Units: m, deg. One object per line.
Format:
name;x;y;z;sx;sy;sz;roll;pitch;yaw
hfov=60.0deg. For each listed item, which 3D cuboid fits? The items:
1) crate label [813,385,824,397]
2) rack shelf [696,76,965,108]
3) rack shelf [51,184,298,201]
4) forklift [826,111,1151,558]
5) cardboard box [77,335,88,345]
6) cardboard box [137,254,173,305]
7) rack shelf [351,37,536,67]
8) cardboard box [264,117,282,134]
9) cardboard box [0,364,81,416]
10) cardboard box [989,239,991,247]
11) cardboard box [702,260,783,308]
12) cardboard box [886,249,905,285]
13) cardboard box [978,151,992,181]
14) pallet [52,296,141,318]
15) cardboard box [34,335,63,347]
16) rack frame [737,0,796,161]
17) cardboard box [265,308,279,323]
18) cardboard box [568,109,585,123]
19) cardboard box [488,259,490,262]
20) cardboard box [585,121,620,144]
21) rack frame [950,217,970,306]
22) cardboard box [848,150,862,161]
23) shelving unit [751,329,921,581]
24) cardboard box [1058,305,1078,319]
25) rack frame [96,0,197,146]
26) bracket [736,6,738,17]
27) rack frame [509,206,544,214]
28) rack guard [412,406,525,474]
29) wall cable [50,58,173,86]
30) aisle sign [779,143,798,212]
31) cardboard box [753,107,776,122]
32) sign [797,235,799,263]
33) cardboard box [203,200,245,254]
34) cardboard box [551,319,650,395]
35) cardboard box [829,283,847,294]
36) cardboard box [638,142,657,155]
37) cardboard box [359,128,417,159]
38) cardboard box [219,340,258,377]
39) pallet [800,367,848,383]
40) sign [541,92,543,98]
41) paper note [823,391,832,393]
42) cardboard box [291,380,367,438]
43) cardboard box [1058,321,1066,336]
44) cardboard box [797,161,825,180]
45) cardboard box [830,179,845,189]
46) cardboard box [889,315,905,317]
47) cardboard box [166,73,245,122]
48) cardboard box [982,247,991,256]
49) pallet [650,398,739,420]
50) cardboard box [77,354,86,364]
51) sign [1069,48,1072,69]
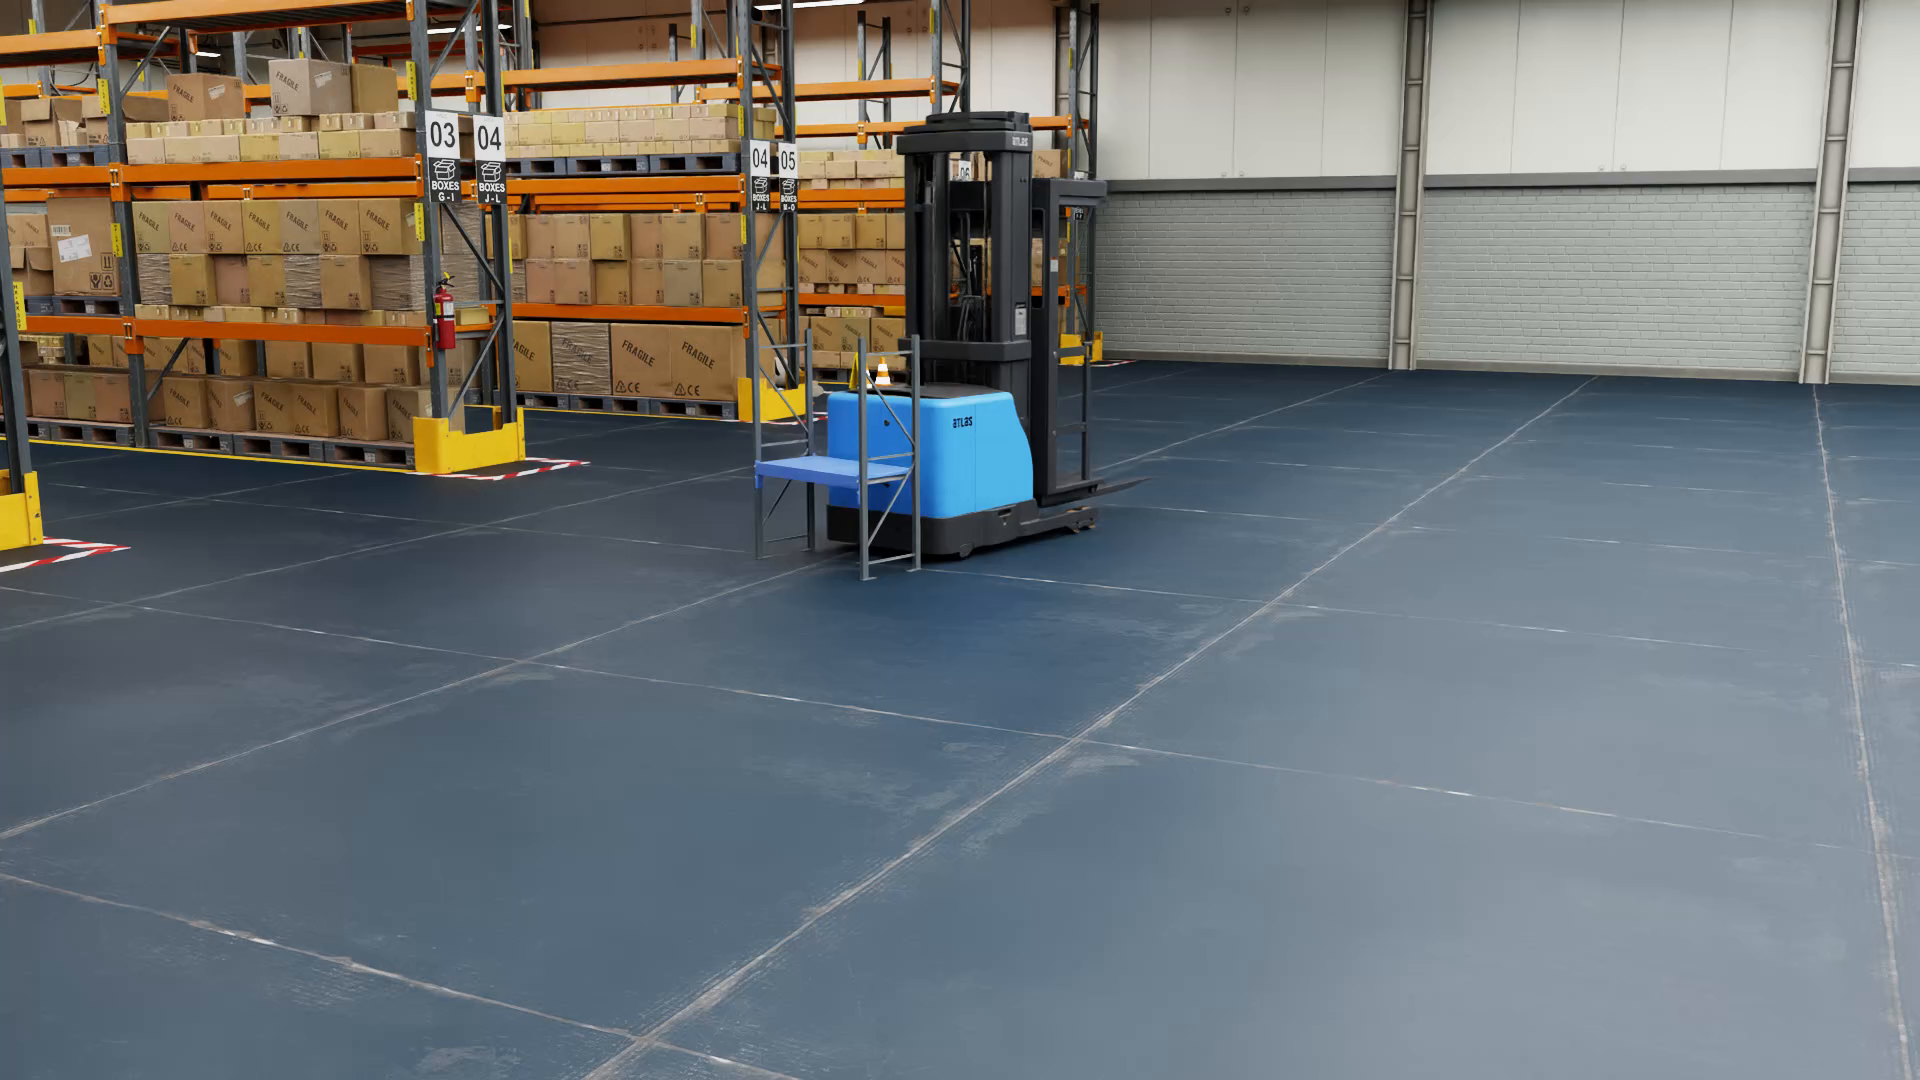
crate label;-1.997;-2.019;22.501;0.298;0.136;0.250;-1;10;-4
rack shelf;-1.916;-6.506;24.438;4.000;0.370;1.077;5;11;26
rack shelf;-11.190;-4.863;23.776;4.000;0.370;1.077;5;11;26
forklift;0.361;-1.541;12.015;1.130;2.935;3.031;7;13;35
cardboard box;-13.201;-3.056;25.347;0.250;0.149;0.380;6;12;28
cardboard box;-7.718;-2.635;16.748;0.500;0.500;0.875;5;11;26
rack shelf;-10.484;-9.881;33.749;4.000;0.370;1.077;5;11;26
cardboard box;-6.283;-3.872;15.582;0.250;0.149;0.380;4;11;23
cardboard box;-10.057;-1.651;18.214;0.500;0.500;0.700;6;12;31
cardboard box;0.701;-5.119;28.656;0.250;0.149;0.380;5;12;27
cardboard box;-2.575;-3.049;19.734;0.550;0.550;0.875;5;11;26
cardboard box;-0.731;-3.946;23.995;0.500;0.500;0.500;5;11;25
cardboard box;0.692;-6.419;28.609;0.500;0.500;0.700;5;11;26
pallet;-8.715;-2.473;17.512;1.213;0.211;1.003;5;11;26
cardboard box;-13.664;-2.996;25.015;0.250;0.149;0.380;5;11;27
rack frame;-2.222;-5.905;19.091;0.127;3.000;1.000;5;11;26
cardboard box;-6.439;-2.167;15.987;0.250;0.149;0.380;5;11;26
cardboard box;-4.491;-5.086;19.994;0.250;0.149;0.380;5;11;26
cardboard box;-6.257;-3.848;21.480;0.500;0.500;0.700;5;11;25
cardboard box;-4.134;-4.871;19.923;0.500;0.250;0.500;5;11;26
rack frame;-0.122;-3.752;24.038;0.127;3.000;1.000;5;11;26
cardboard box;-1.428;-5.568;24.118;0.250;0.149;0.380;5;11;26
shelving unit;-0.805;-0.579;10.716;1.048;1.500;0.538;10;14;43
cardboard box;1.723;-3.959;28.914;0.500;0.250;0.500;5;11;25
rack frame;-8.094;-5.436;16.500;0.127;3.000;1.000;5;11;26
bracket;-4.065;-9.916;31.143;0.430;0.232;0.235;5;11;26
rack frame;-8.691;-5.490;33.644;0.127;3.000;1.000;5;11;26
rack guard;-4.575;-0.945;15.548;0.348;0.500;1.175;5;11;26
wall cable;-18.095;-8.948;35.799;0.133;3.039;2.988;5;11;26
aisle sign;-2.026;-4.275;19.628;0.004;0.787;0.394;5;11;26
cardboard box;-2.380;-5.031;19.690;0.250;0.149;0.380;5;11;26
sign;-1.971;-3.506;20.028;0.005;0.325;0.100;5;11;26
cardboard box;-6.906;-3.017;16.055;0.500;0.500;0.500;5;11;26
cardboard box;-4.466;-2.298;20.794;0.875;0.875;0.875;5;11;26
cardboard box;-1.730;-3.713;24.529;0.250;0.149;0.380;5;11;25
cardboard box;-3.583;-4.614;19.623;0.250;0.149;0.380;5;11;25
cardboard box;-5.052;-3.569;15.025;0.500;0.250;0.500;5;12;27
cardboard box;-10.102;-2.570;23.350;0.500;0.500;0.500;5;11;26
pallet;-1.993;-2.552;25.236;1.213;0.211;1.003;5;11;26
sign;-8.450;-9.069;33.505;0.005;0.325;0.100;5;11;26
paper note;-1.851;-2.047;22.957;0.142;0.019;0.148;1;10;6
cardboard box;-6.164;-1.292;16.284;0.500;0.500;0.500;6;12;31
cardboard box;1.496;-3.633;28.518;0.500;0.250;0.500;5;11;25
cardboard box;-2.072;-5.417;24.402;0.500;0.250;0.500;5;11;26
cardboard box;-1.702;-5.193;24.284;0.250;0.149;0.380;5;11;24
cardboard box;-0.745;-3.084;24.783;0.500;0.500;0.500;5;11;24
cardboard box;-7.578;-4.407;16.716;0.500;0.500;0.500;5;11;24
cardboard box;0.474;-4.993;28.793;0.250;0.149;0.380;5;11;26
pallet;-2.974;-1.632;20.153;1.213;0.211;1.003;5;11;26
cardboard box;-13.406;-2.804;25.625;0.250;0.149;0.380;5;12;27
sign;1.818;-7.910;27.322;0.005;0.325;0.100;5;11;26
